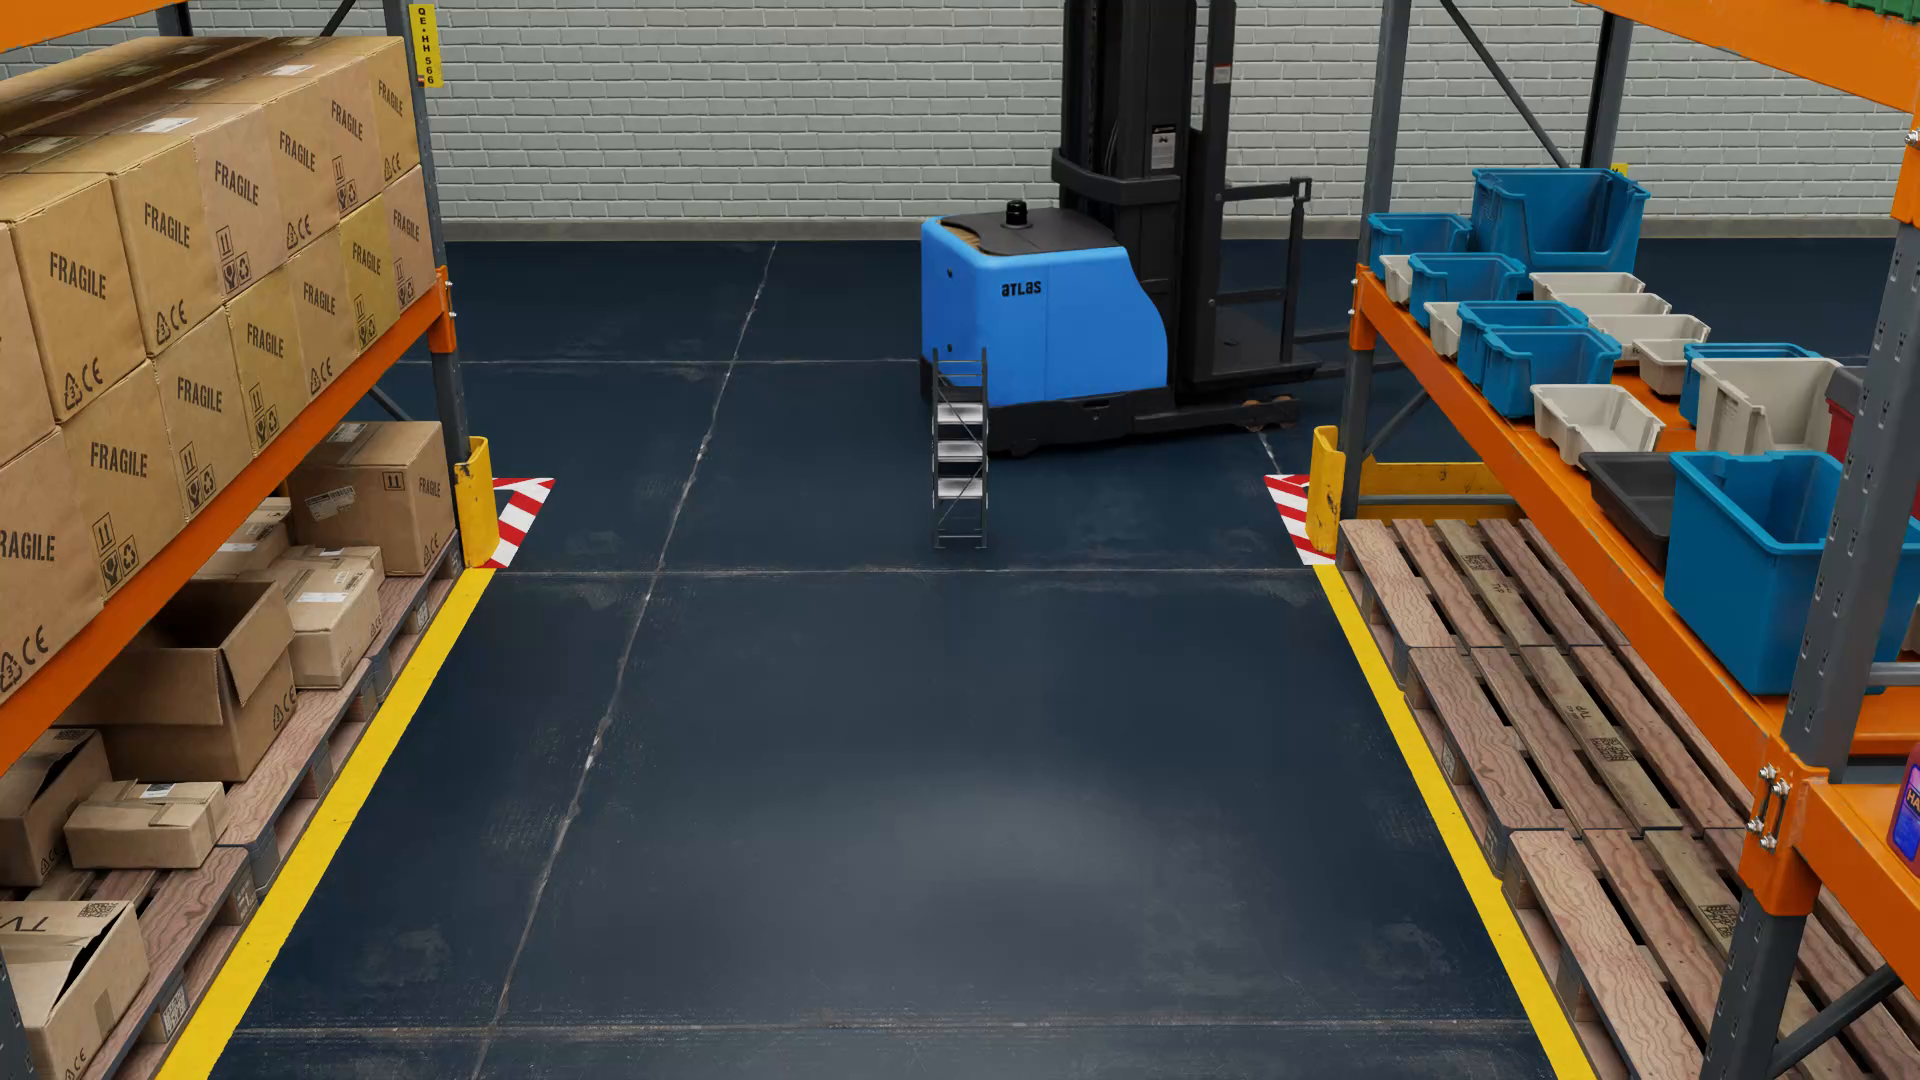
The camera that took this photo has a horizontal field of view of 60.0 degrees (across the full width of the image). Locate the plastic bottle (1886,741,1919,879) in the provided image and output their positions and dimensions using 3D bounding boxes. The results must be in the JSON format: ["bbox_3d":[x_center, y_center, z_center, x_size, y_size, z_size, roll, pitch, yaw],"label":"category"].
[{"bbox_3d":[1.850,0.492,3.163,0.061,0.283,0.133,0,24,-1],"label":"plastic bottle"}]

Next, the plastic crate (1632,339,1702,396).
[{"bbox_3d":[2.457,-0.578,5.636,0.298,0.136,0.250,0,24,-1],"label":"plastic crate"}]

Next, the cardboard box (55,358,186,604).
[{"bbox_3d":[-2.422,-0.161,4.345,0.500,0.500,0.500,0,24,0],"label":"cardboard box"}]

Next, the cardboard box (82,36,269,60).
[{"bbox_3d":[-2.983,-1.659,6.443,0.500,0.500,0.500,0,24,1],"label":"cardboard box"}]

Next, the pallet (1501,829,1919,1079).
[{"bbox_3d":[2.226,1.254,4.722,1.003,0.211,1.213,0,24,-1],"label":"pallet"}]

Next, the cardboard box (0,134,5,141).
[{"bbox_3d":[-2.958,-0.820,4.589,0.500,0.500,0.500,0,24,0],"label":"cardboard box"}]

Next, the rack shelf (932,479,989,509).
[{"bbox_3d":[0.000,-0.219,7.660,0.258,0.077,0.200,0,24,-1],"label":"rack shelf"}]

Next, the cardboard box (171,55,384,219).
[{"bbox_3d":[-2.438,-1.452,5.986,0.500,0.500,0.500,0,24,1],"label":"cardboard box"}]

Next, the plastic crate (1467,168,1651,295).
[{"bbox_3d":[2.420,-1.269,6.799,0.616,0.435,0.499,0,24,-1],"label":"plastic crate"}]

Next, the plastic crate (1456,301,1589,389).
[{"bbox_3d":[1.917,-0.668,5.716,0.416,0.233,0.300,0,24,-1],"label":"plastic crate"}]

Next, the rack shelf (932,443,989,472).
[{"bbox_3d":[0.000,-0.383,7.586,0.258,0.077,0.200,0,24,-1],"label":"rack shelf"}]

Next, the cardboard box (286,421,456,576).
[{"bbox_3d":[-2.471,-0.180,7.008,0.500,0.500,0.500,0,24,-1],"label":"cardboard box"}]

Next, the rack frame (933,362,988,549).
[{"bbox_3d":[0.001,-0.371,7.479,0.240,0.900,0.006,0,24,-1],"label":"rack frame"}]

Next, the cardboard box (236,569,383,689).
[{"bbox_3d":[-2.491,0.325,6.193,0.500,0.250,0.500,0,24,-1],"label":"cardboard box"}]

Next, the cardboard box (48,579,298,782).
[{"bbox_3d":[-2.706,0.470,5.567,0.797,0.503,0.637,0,24,-1],"label":"cardboard box"}]

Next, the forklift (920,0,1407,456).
[{"bbox_3d":[1.347,-2.126,8.894,3.031,2.935,1.130,-8,26,-18],"label":"forklift"}]

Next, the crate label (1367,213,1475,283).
[{"bbox_3d":[1.903,-1.210,6.916,0.416,0.233,0.303,0,24,-1],"label":"crate label"}]

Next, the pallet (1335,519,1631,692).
[{"bbox_3d":[2.200,0.248,6.945,1.003,0.211,1.213,0,24,-1],"label":"pallet"}]

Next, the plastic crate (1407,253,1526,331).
[{"bbox_3d":[1.910,-0.939,6.316,0.416,0.233,0.300,0,24,-1],"label":"plastic crate"}]

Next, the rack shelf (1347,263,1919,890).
[{"bbox_3d":[2.251,-0.210,5.448,1.077,0.370,4.000,0,24,-1],"label":"rack shelf"}]

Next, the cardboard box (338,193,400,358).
[{"bbox_3d":[-2.437,-0.990,6.178,0.500,0.500,0.500,0,24,0],"label":"cardboard box"}]

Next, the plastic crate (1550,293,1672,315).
[{"bbox_3d":[2.408,-0.815,6.159,0.396,0.136,0.243,0,24,-1],"label":"plastic crate"}]

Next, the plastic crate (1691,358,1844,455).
[{"bbox_3d":[2.441,-0.317,4.883,0.437,0.282,0.530,0,24,-1],"label":"plastic crate"}]

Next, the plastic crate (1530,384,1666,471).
[{"bbox_3d":[1.953,-0.337,5.103,0.293,0.136,0.466,0,24,-1],"label":"plastic crate"}]

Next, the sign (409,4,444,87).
[{"bbox_3d":[-2.169,-2.007,6.760,0.100,0.325,0.005,0,24,-1],"label":"sign"}]

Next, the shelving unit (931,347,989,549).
[{"bbox_3d":[0.000,-0.413,7.572,0.258,0.900,0.210,0,24,-1],"label":"shelving unit"}]

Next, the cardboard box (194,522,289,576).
[{"bbox_3d":[-2.996,0.142,6.598,0.500,0.250,0.500,0,24,-1],"label":"cardboard box"}]

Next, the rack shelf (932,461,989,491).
[{"bbox_3d":[0.000,-0.301,7.623,0.258,0.077,0.200,0,24,-1],"label":"rack shelf"}]

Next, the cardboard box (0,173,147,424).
[{"bbox_3d":[-2.410,-0.602,4.107,0.500,0.500,0.500,-1,24,-2],"label":"cardboard box"}]

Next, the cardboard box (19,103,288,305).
[{"bbox_3d":[-2.422,-1.027,5.046,0.500,0.500,0.500,0,24,1],"label":"cardboard box"}]

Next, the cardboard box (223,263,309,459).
[{"bbox_3d":[-2.432,-0.577,5.264,0.500,0.500,0.500,-1,24,-1],"label":"cardboard box"}]

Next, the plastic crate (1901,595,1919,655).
[{"bbox_3d":[2.411,0.186,3.945,0.396,0.136,0.243,0,24,-1],"label":"plastic crate"}]

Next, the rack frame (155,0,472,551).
[{"bbox_3d":[-2.724,-1.342,7.076,1.000,3.000,0.127,0,24,-1],"label":"rack frame"}]

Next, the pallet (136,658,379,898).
[{"bbox_3d":[-2.703,0.790,5.746,1.003,0.211,1.213,0,24,-1],"label":"pallet"}]

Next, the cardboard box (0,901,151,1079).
[{"bbox_3d":[-2.468,1.157,4.280,0.500,0.311,0.500,0,24,-1],"label":"cardboard box"}]

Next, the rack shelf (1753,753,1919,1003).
[{"bbox_3d":[2.295,1.438,1.804,1.077,0.370,4.000,0,24,-1],"label":"rack shelf"}]

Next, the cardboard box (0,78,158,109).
[{"bbox_3d":[-2.969,-1.237,5.510,0.500,0.500,0.500,0,24,0],"label":"cardboard box"}]

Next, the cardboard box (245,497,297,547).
[{"bbox_3d":[-3.063,-0.069,7.188,0.380,0.149,0.250,0,24,-1],"label":"cardboard box"}]

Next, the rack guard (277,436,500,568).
[{"bbox_3d":[-2.723,-0.171,7.522,1.175,0.500,0.348,0,24,-1],"label":"rack guard"}]
